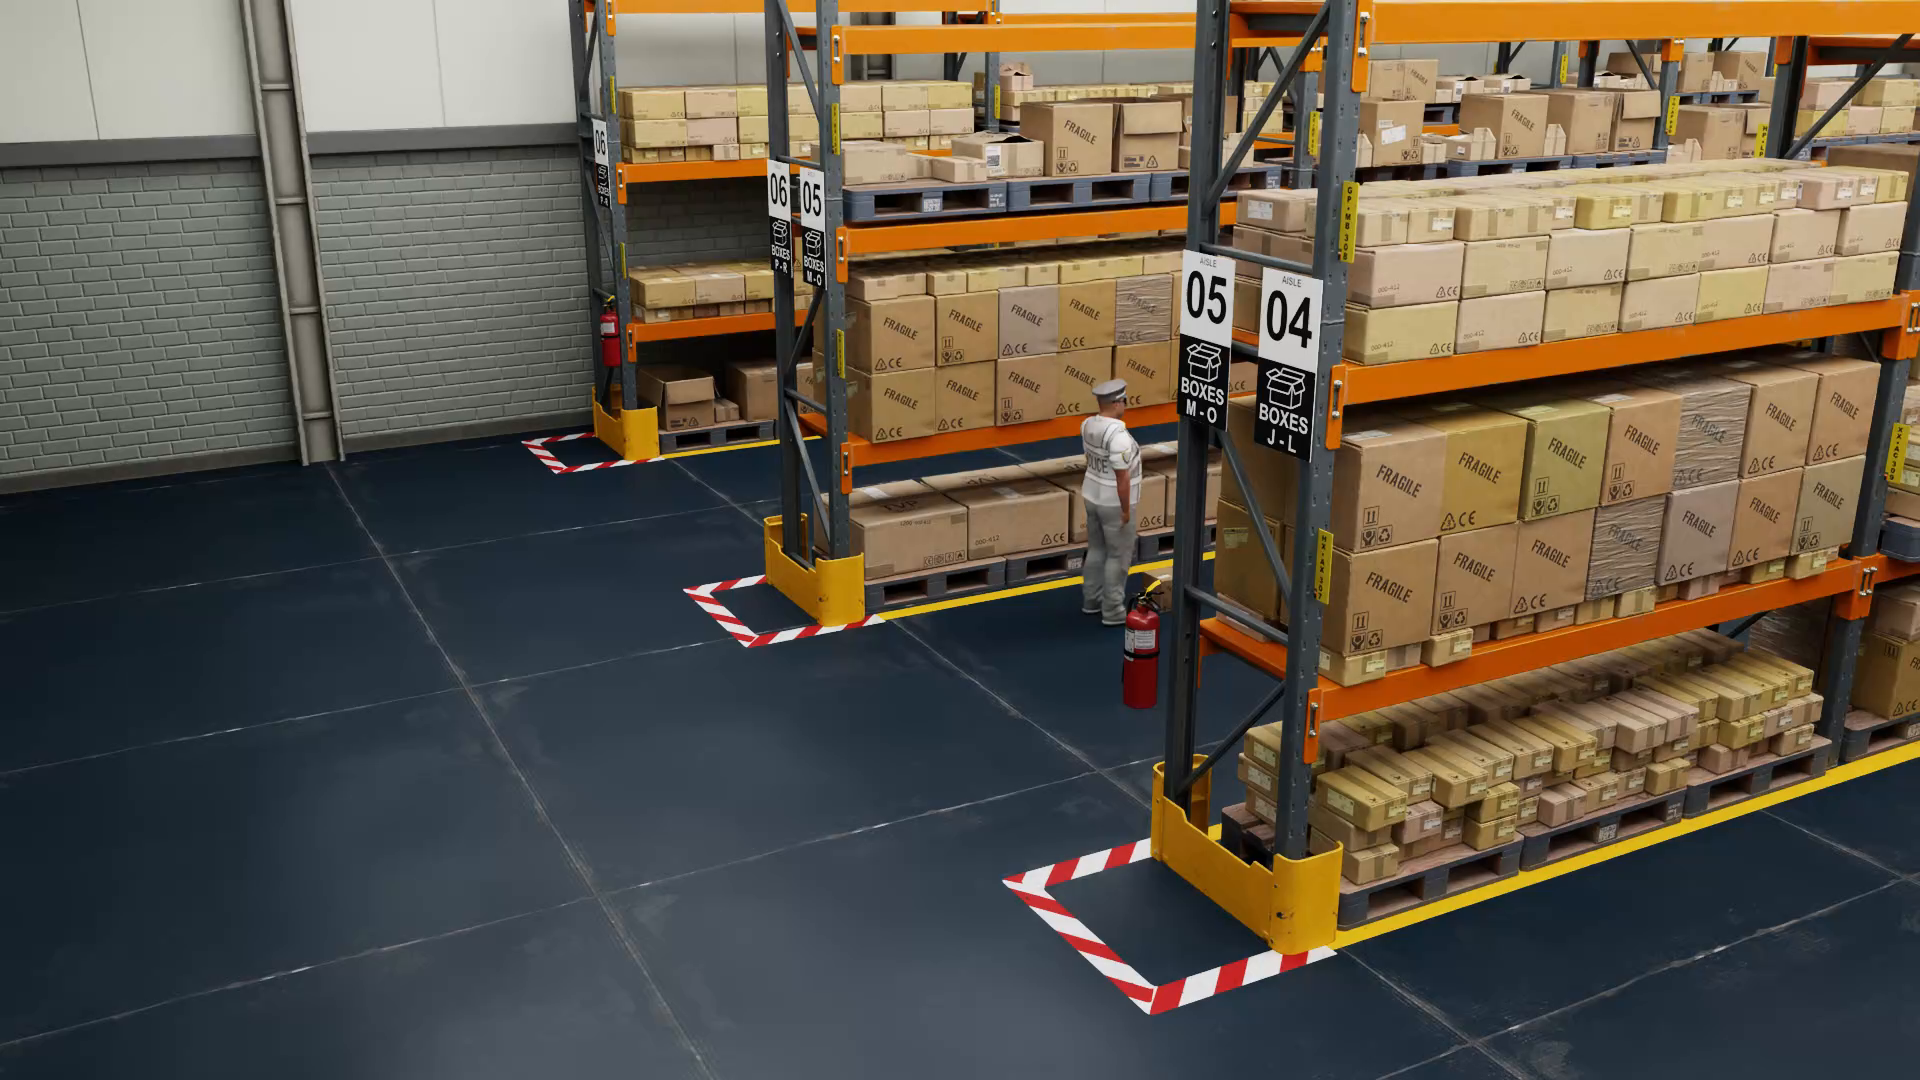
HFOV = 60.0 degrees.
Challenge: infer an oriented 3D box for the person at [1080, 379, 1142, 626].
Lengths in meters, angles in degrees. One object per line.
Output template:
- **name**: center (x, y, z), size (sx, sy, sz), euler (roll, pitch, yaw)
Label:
- **person**: center (1.082, -0.278, 11.871), size (0.394, 1.765, 0.527), euler (-9, 20, -26)
